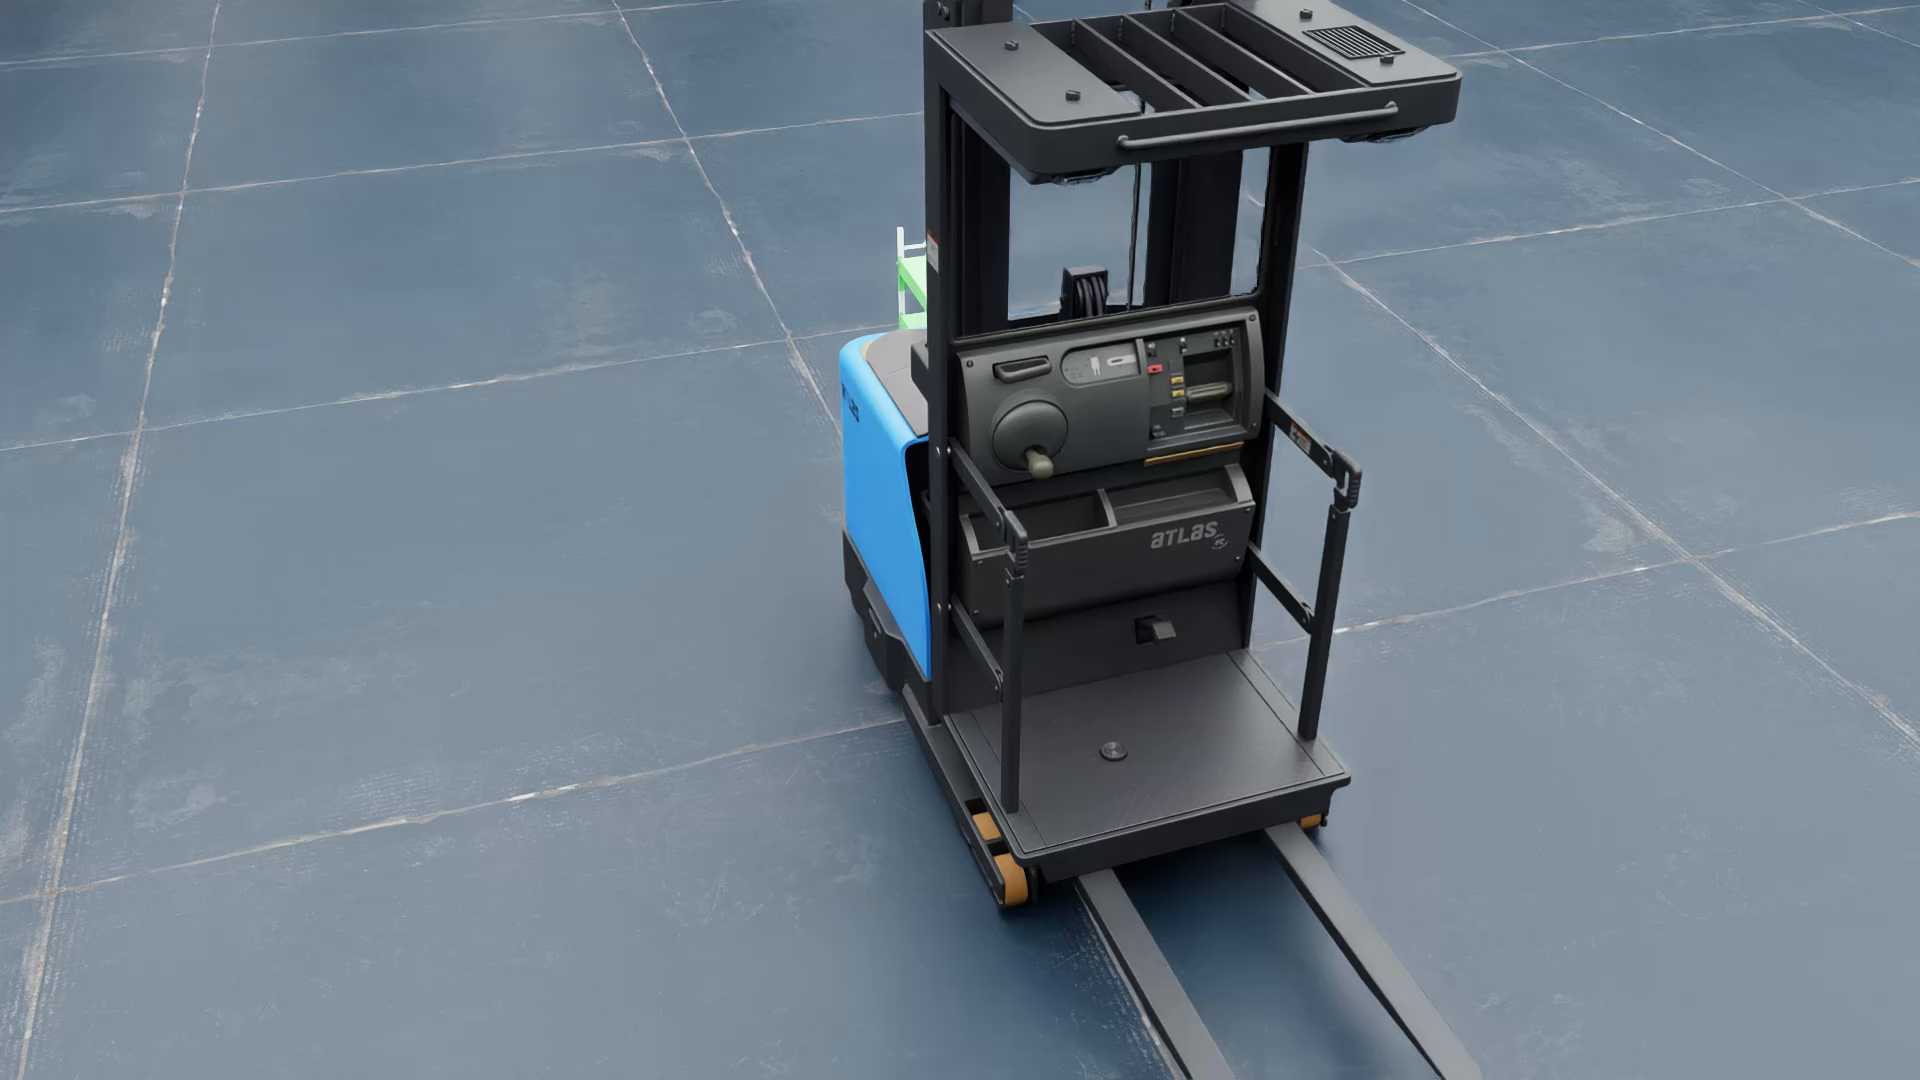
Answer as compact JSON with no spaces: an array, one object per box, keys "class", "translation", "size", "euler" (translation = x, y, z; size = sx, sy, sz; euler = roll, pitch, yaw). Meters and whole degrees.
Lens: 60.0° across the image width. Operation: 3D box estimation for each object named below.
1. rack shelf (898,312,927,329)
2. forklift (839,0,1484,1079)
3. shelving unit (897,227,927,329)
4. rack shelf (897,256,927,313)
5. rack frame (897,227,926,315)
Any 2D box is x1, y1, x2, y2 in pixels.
[{"class":"rack shelf","translation":[-0.050,-0.734,6.454],"size":[0.258,0.148,0.480],"euler":[-10,35,-15]},{"class":"forklift","translation":[0.523,-0.362,4.639],"size":[1.130,2.935,3.031],"euler":[-11,35,-16]},{"class":"shelving unit","translation":[-0.050,-0.587,6.551],"size":[0.258,1.200,0.503],"euler":[-10,35,-15]},{"class":"rack shelf","translation":[-0.050,-0.935,6.321],"size":[0.258,0.148,0.480],"euler":[-10,35,-15]},{"class":"rack frame","translation":[-0.125,-0.716,6.745],"size":[0.240,1.200,0.015],"euler":[-10,35,-15]}]
